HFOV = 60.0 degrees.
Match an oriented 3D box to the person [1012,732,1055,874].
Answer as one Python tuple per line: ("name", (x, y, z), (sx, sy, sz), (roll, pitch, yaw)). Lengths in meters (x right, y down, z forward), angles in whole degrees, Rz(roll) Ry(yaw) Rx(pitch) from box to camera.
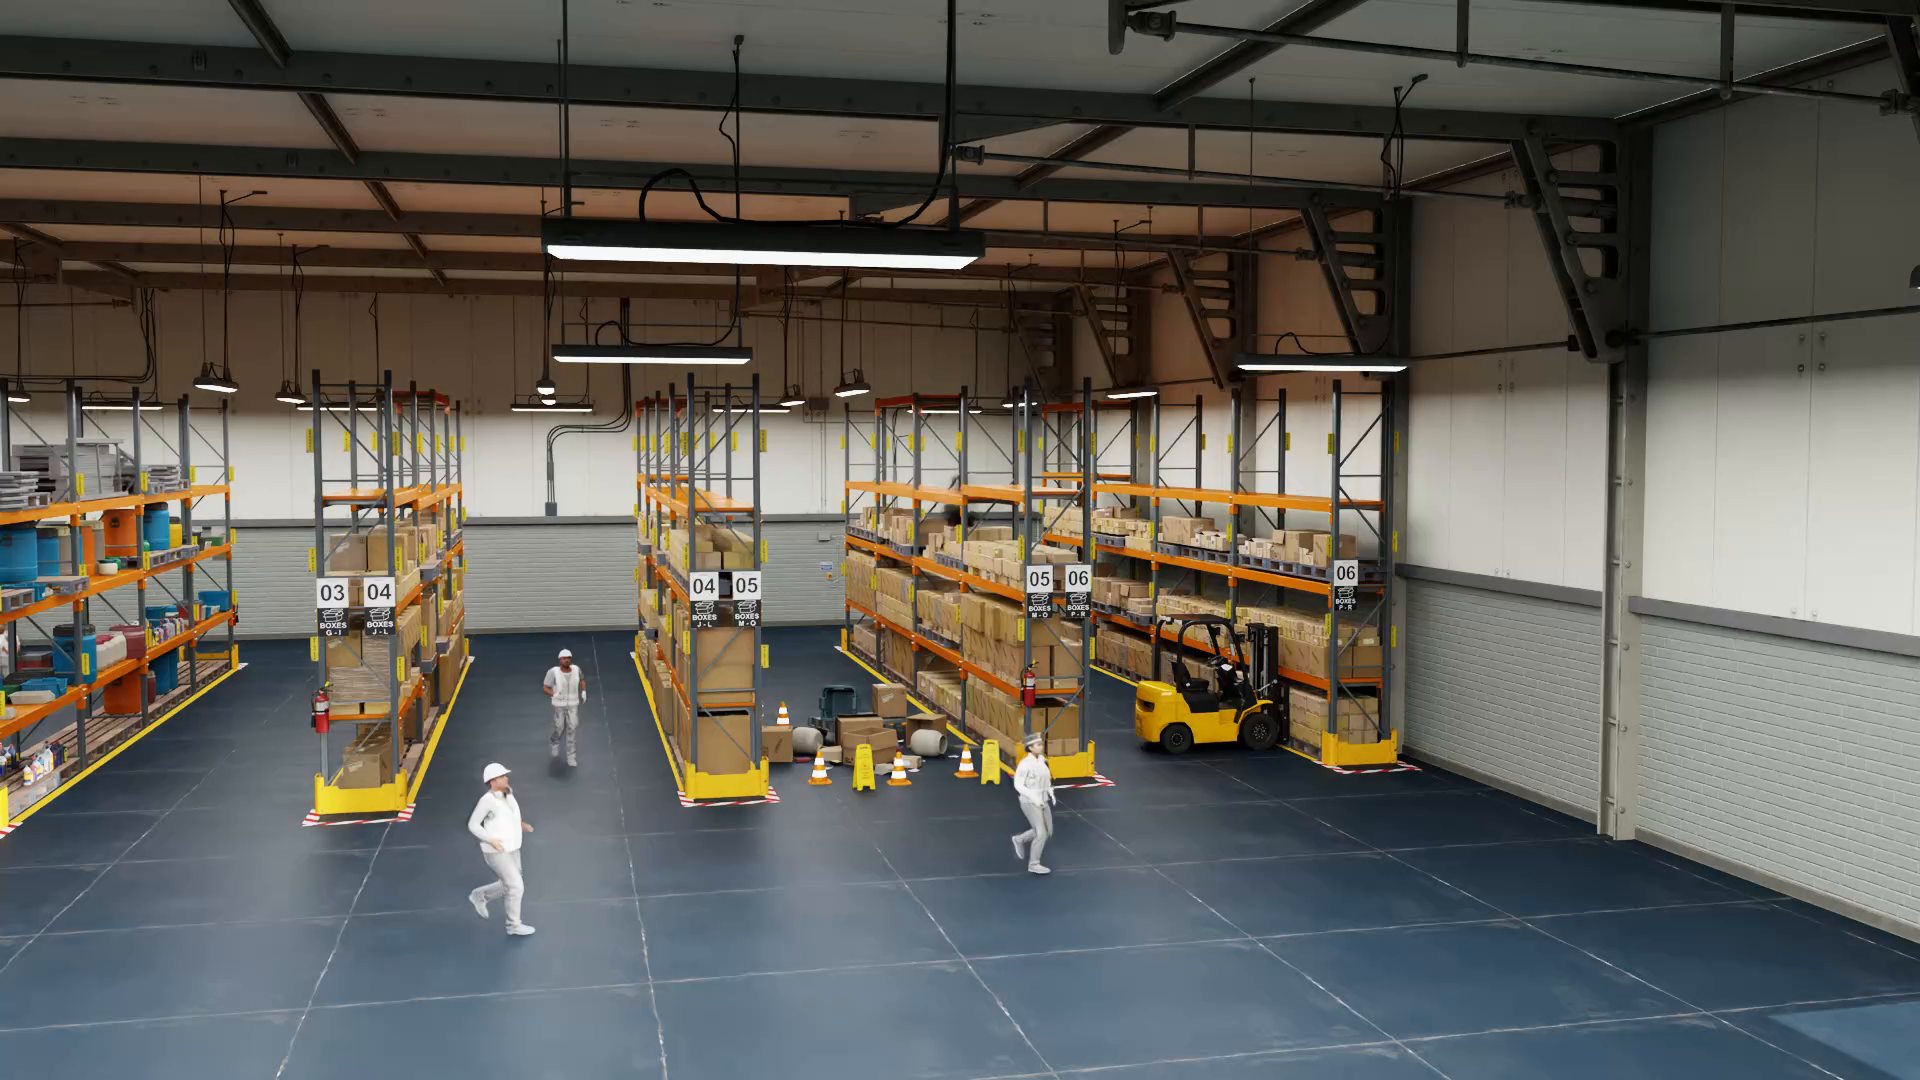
("person", (0.827, 3.049, 19.433), (0.585, 1.643, 0.667), (2, 4, 35))

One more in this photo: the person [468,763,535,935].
("person", (-4.719, 3.151, 17.007), (0.803, 1.739, 0.668), (1, 3, 15))

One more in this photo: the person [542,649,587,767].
("person", (-6.192, 2.604, 26.085), (0.707, 1.794, 0.863), (-2, 4, -28))

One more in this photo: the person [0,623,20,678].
("person", (-17.888, 2.334, 31.014), (0.646, 1.834, 0.708), (-2, 4, -31))
